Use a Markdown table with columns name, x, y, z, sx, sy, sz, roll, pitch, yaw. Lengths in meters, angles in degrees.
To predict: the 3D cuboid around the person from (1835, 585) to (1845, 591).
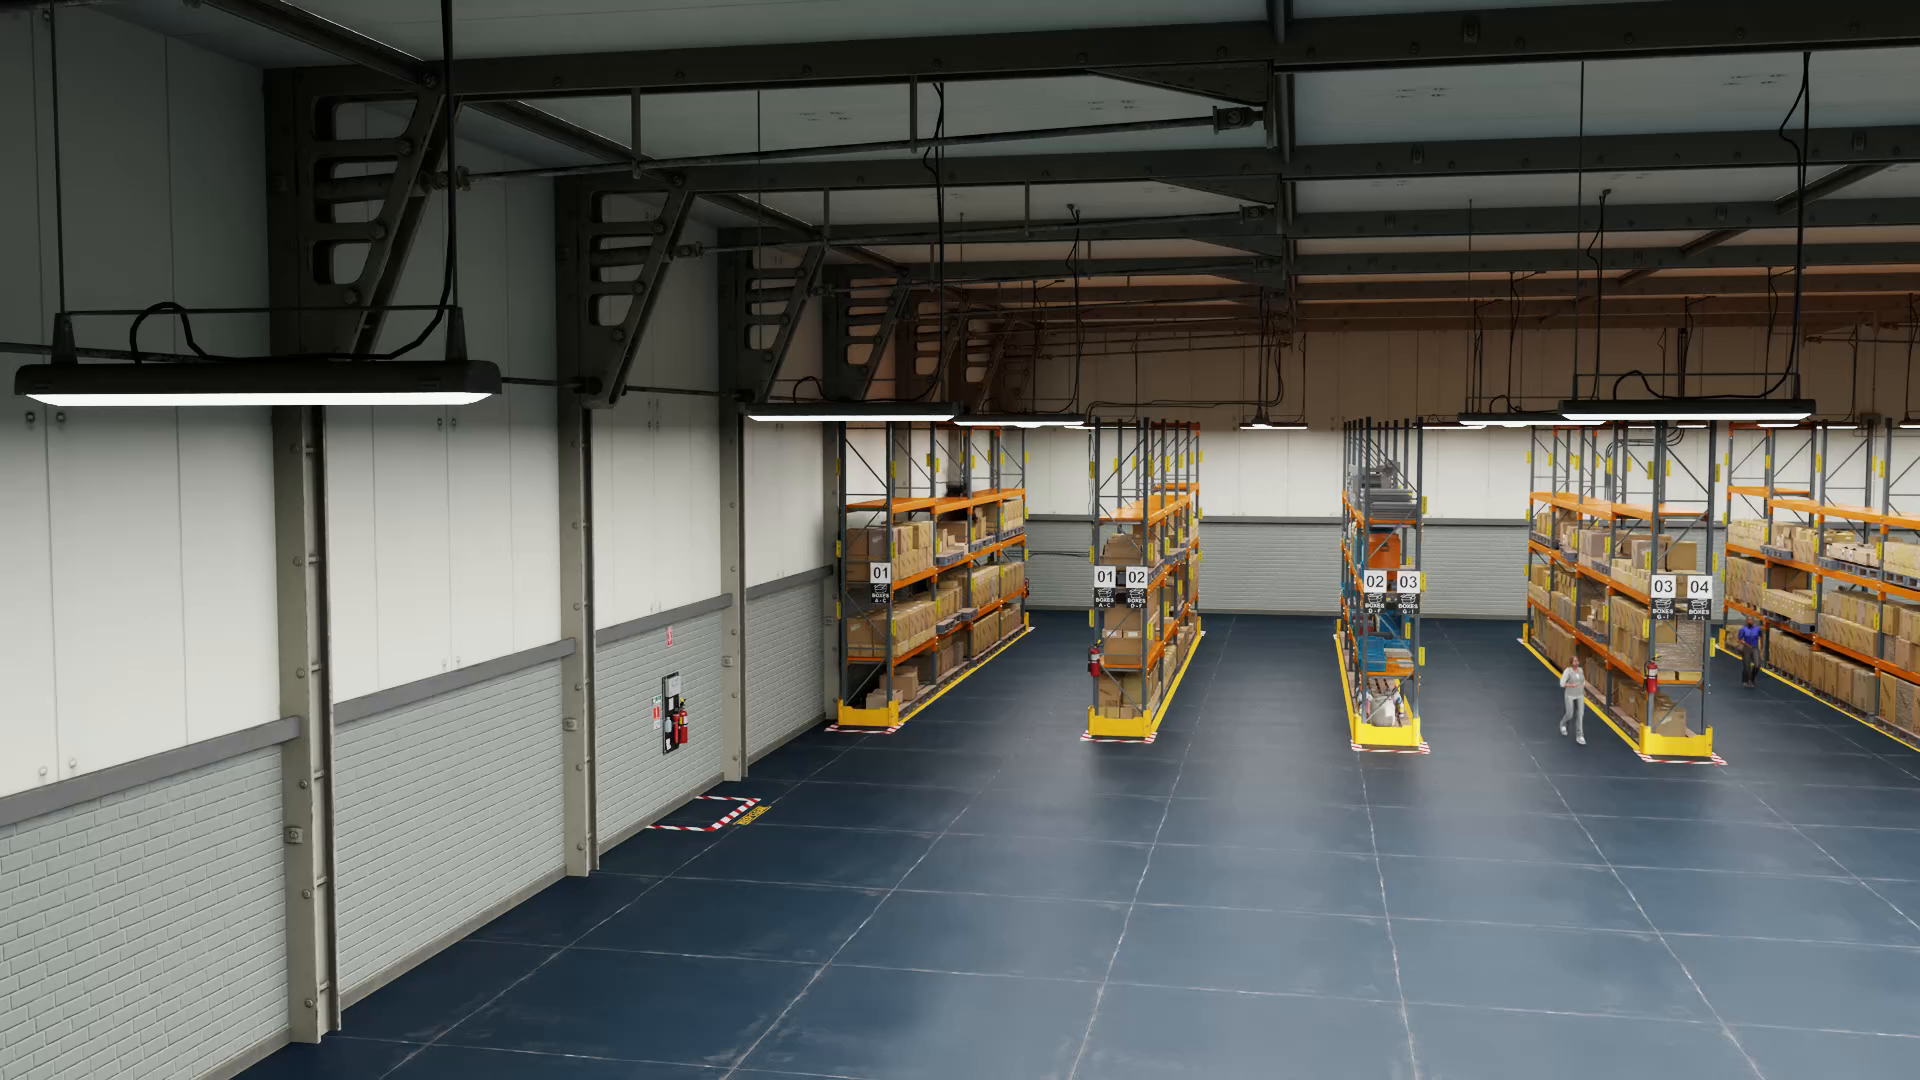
| name | x | y | z | sx | sy | sz | roll | pitch | yaw |
| --- | --- | --- | --- | --- | --- | --- | --- | --- | --- |
| person | 23.775 | 2.035 | 44.784 | 0.655 | 1.615 | 0.608 | 1 | 4 | 13 |

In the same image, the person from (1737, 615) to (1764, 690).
| name | x | y | z | sx | sy | sz | roll | pitch | yaw |
| --- | --- | --- | --- | --- | --- | --- | --- | --- | --- |
| person | 17.639 | 2.508 | 37.089 | 0.581 | 1.651 | 0.656 | 1 | 4 | 15 |

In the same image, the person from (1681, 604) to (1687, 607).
| name | x | y | z | sx | sy | sz | roll | pitch | yaw |
| --- | --- | --- | --- | --- | --- | --- | --- | --- | --- |
| person | 19.414 | 1.965 | 44.725 | 0.572 | 1.729 | 0.731 | -3 | 4 | -34 |

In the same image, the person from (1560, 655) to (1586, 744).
| name | x | y | z | sx | sy | sz | roll | pitch | yaw |
| --- | --- | --- | --- | --- | --- | --- | --- | --- | --- |
| person | 11.312 | 2.958 | 30.637 | 0.540 | 1.487 | 0.872 | 0 | 4 | -2 |
